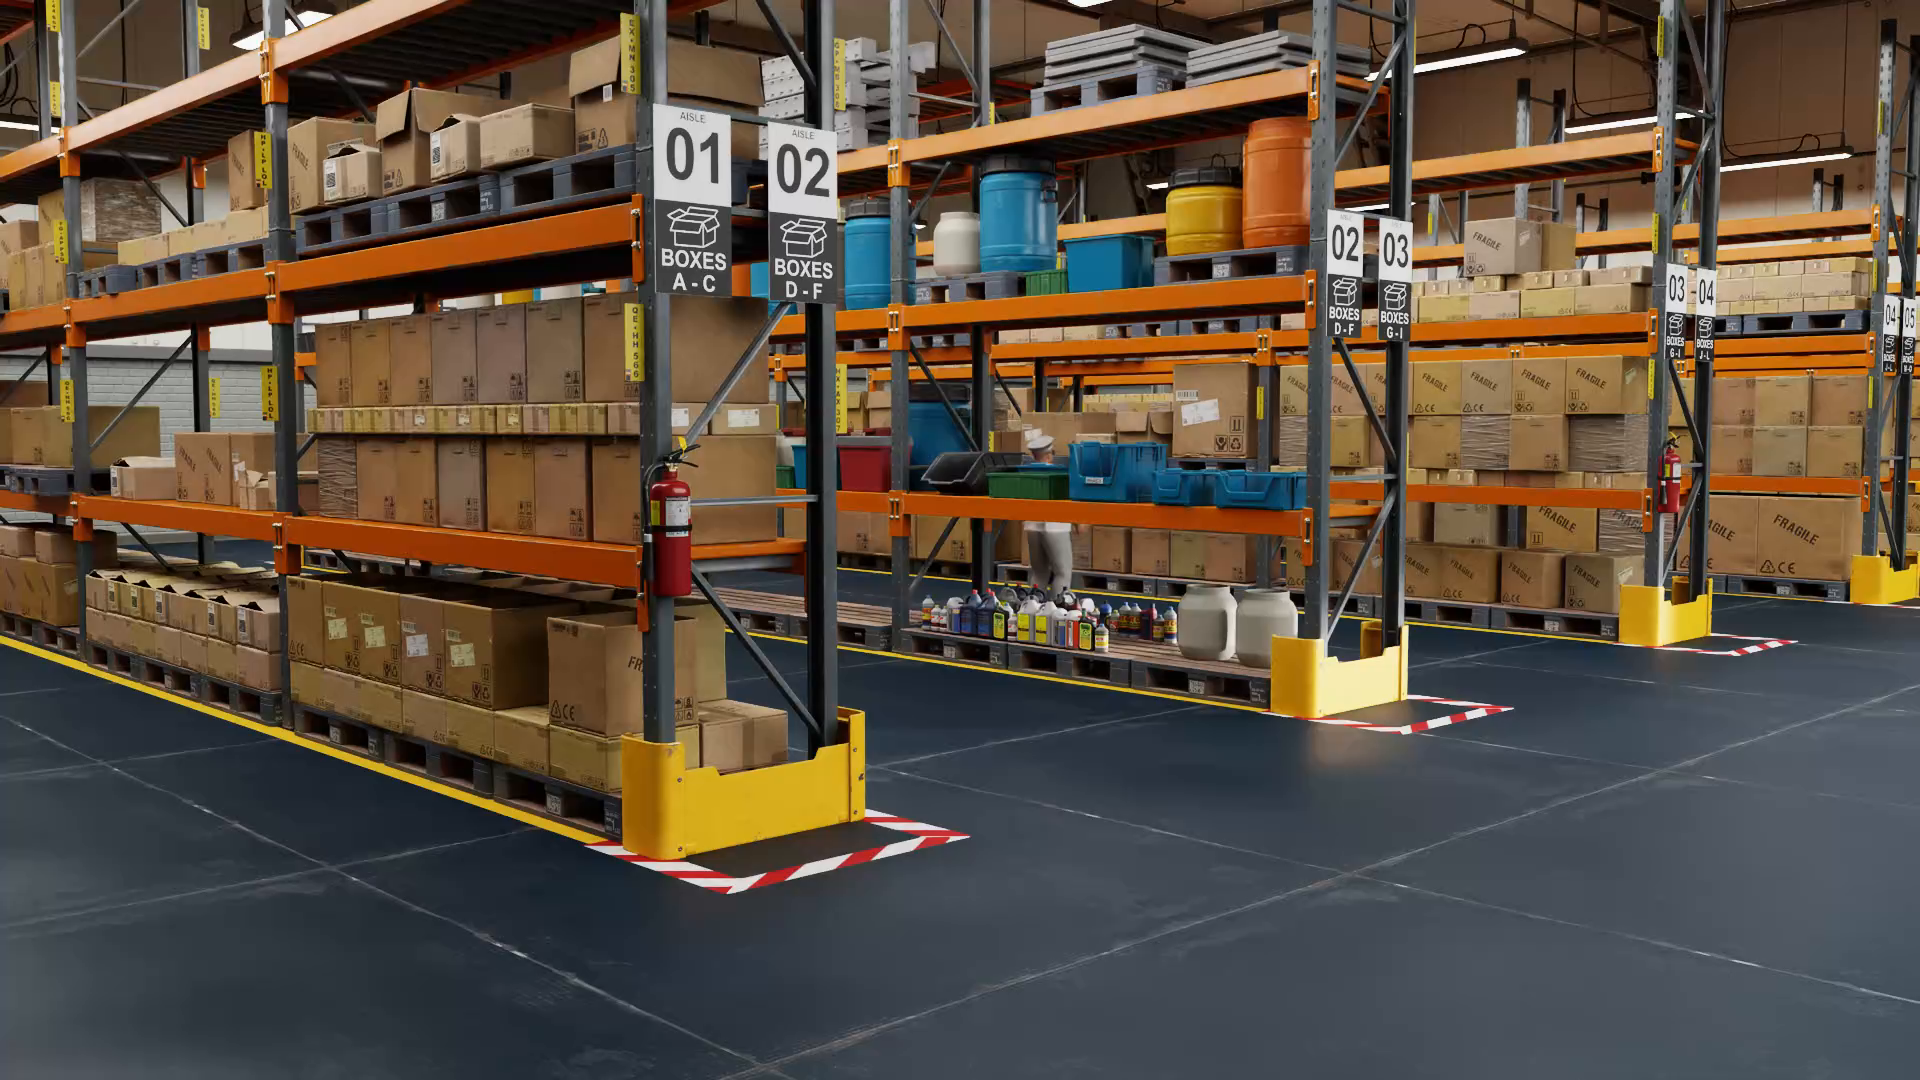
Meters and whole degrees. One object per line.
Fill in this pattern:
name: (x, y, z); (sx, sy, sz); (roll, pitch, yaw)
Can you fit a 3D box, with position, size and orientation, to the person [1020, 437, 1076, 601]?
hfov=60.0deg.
person: (0.792, -0.056, 15.051); (0.592, 1.746, 0.445); (4, 5, 43)
